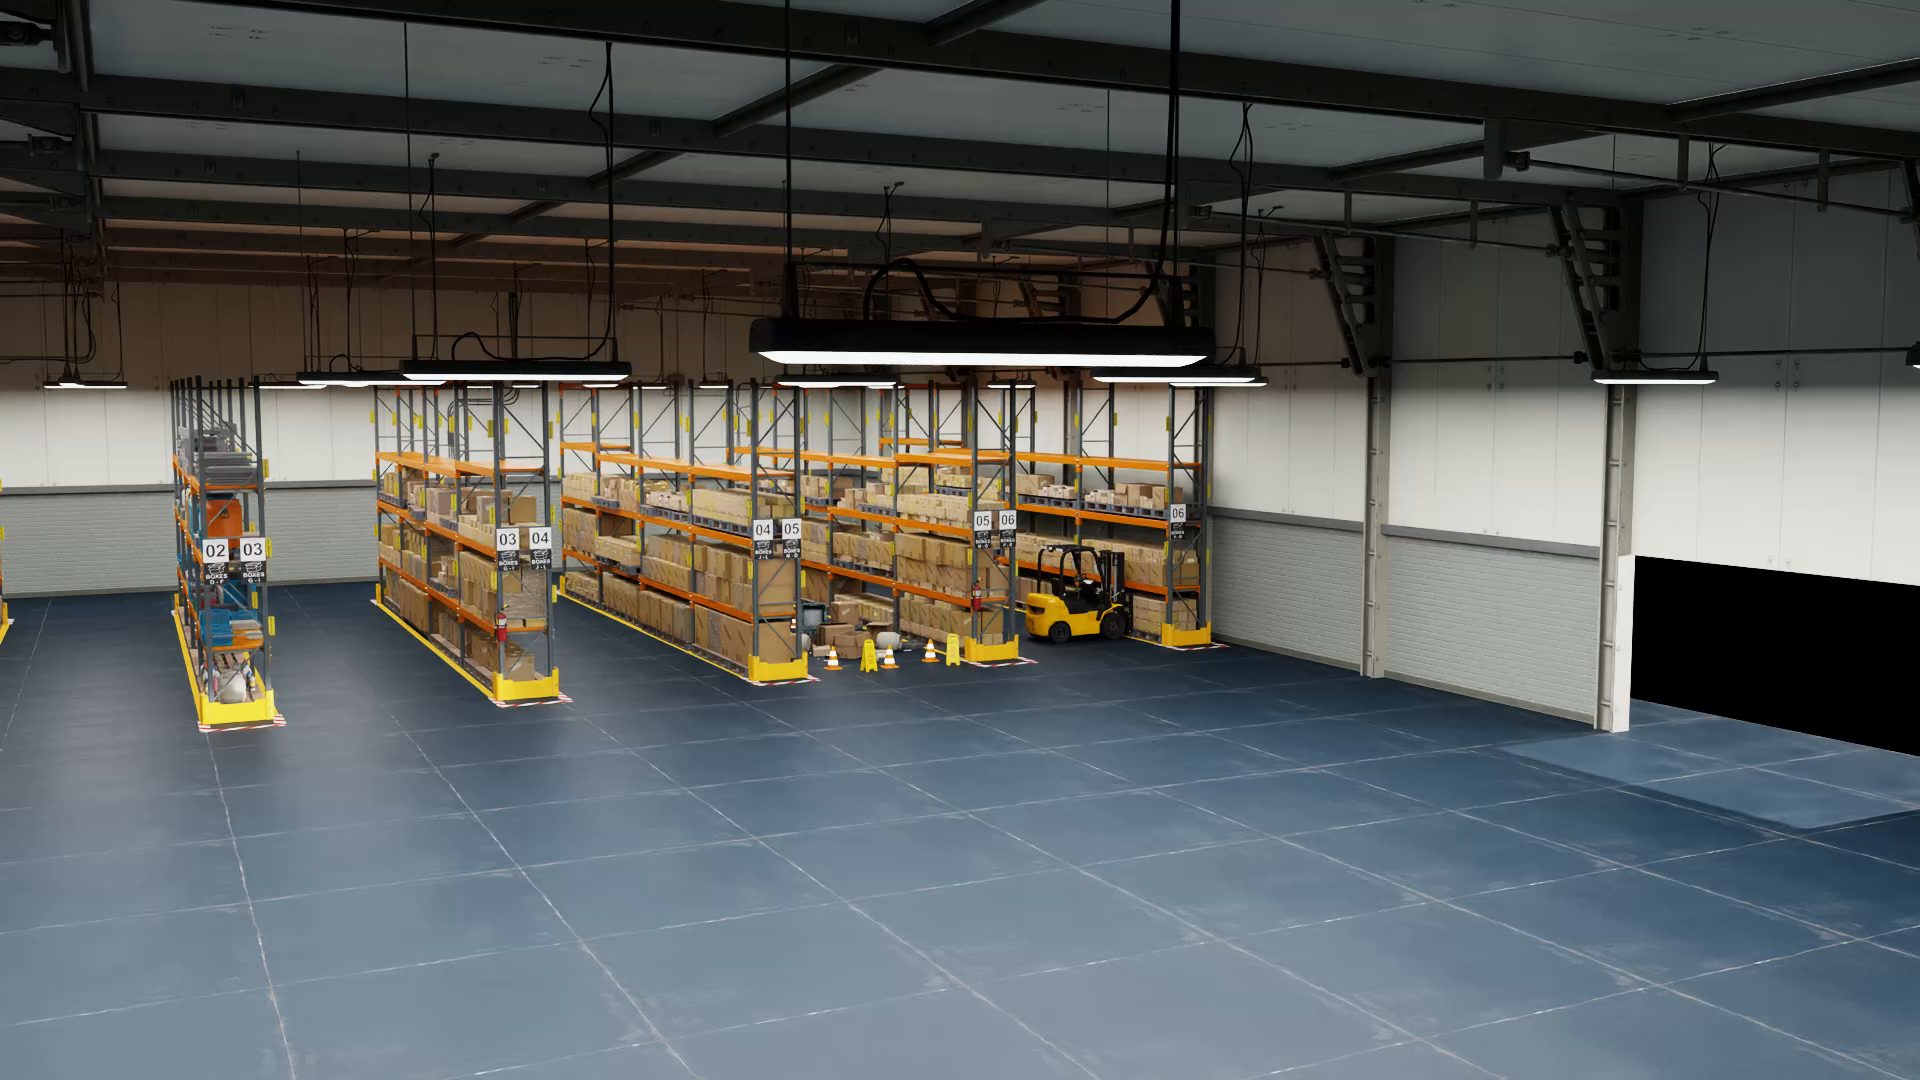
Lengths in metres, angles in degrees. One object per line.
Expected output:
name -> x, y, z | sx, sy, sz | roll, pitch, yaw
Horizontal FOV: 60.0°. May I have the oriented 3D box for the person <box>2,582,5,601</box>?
person -> -25.190, 1.094, 43.326 | 0.796, 1.538, 0.397 | 3, 6, 31
